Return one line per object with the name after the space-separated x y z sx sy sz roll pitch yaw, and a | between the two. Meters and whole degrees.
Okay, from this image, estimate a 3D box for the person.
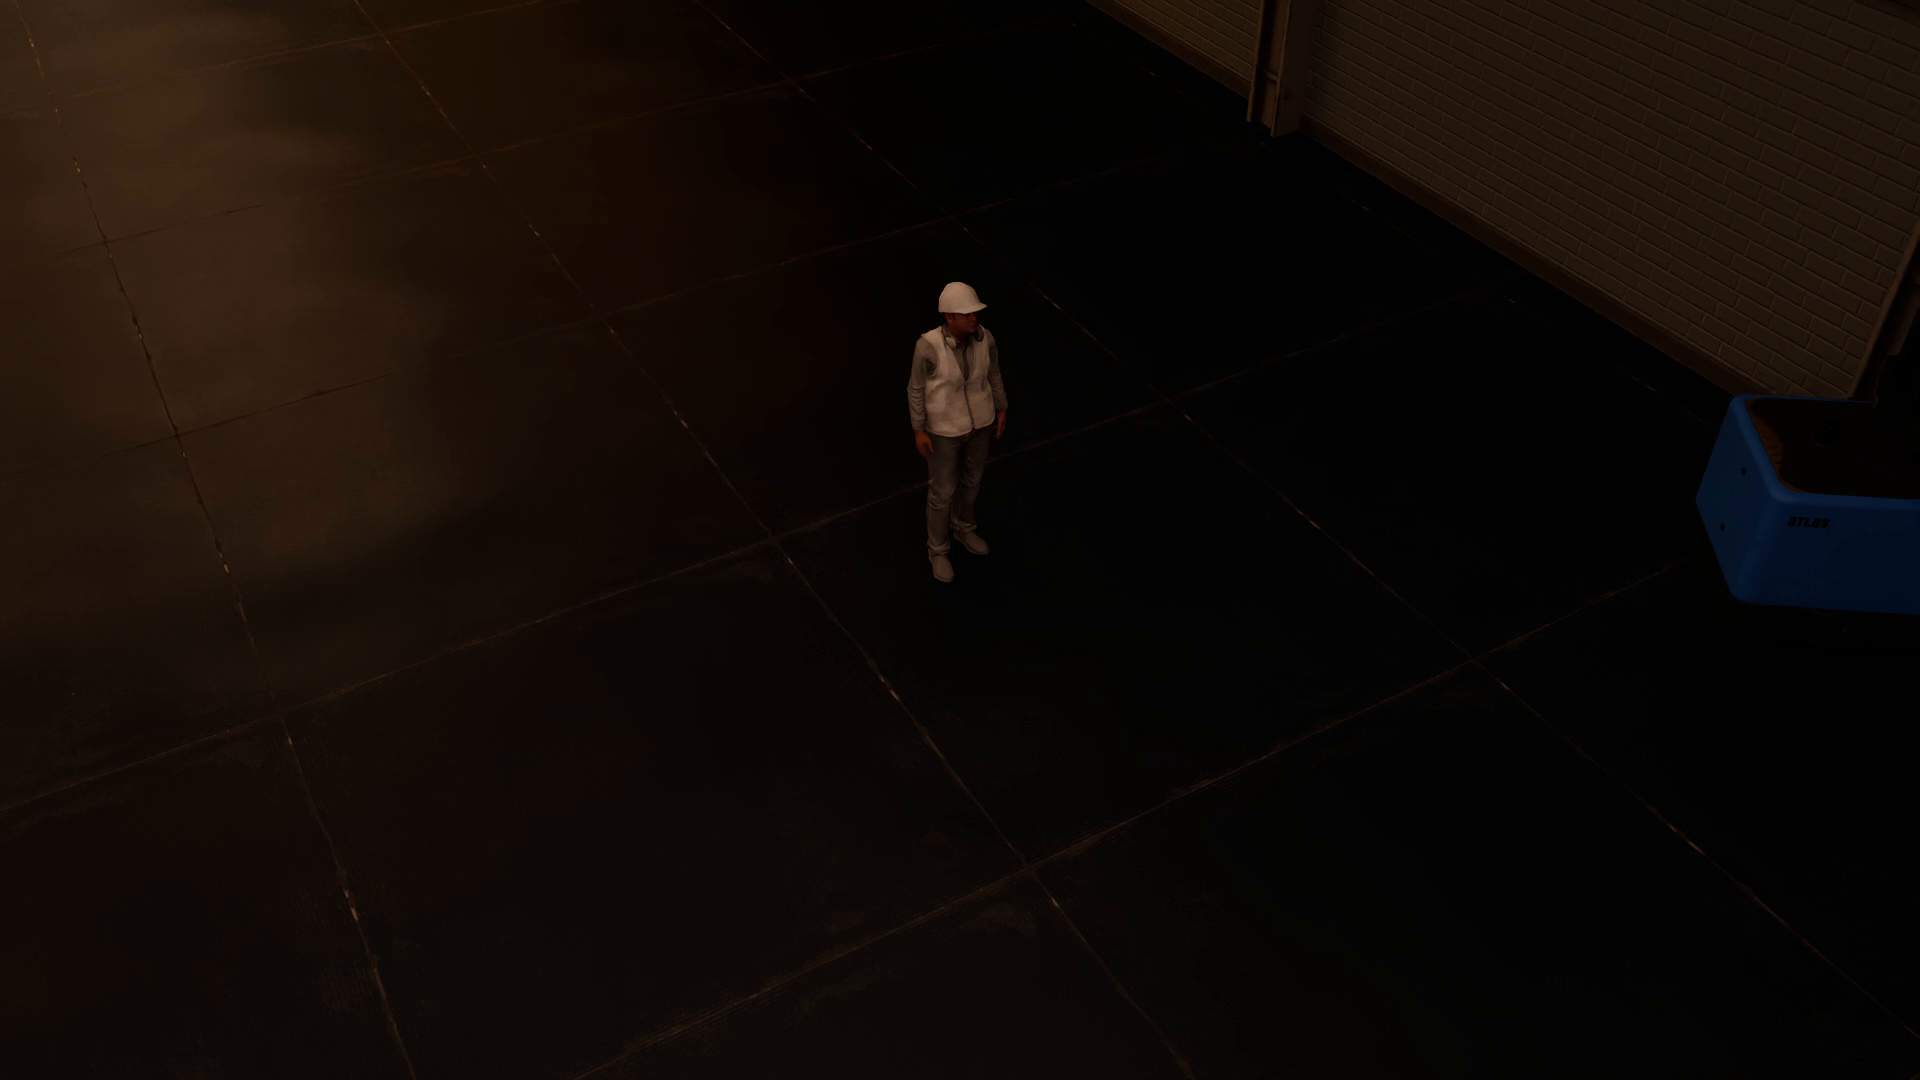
0.025 -0.650 9.718 0.634 1.770 0.566 -20 44 -23 | person

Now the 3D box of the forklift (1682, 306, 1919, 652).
5.928 -0.758 8.950 3.031 2.935 1.130 4 40 5 | forklift
